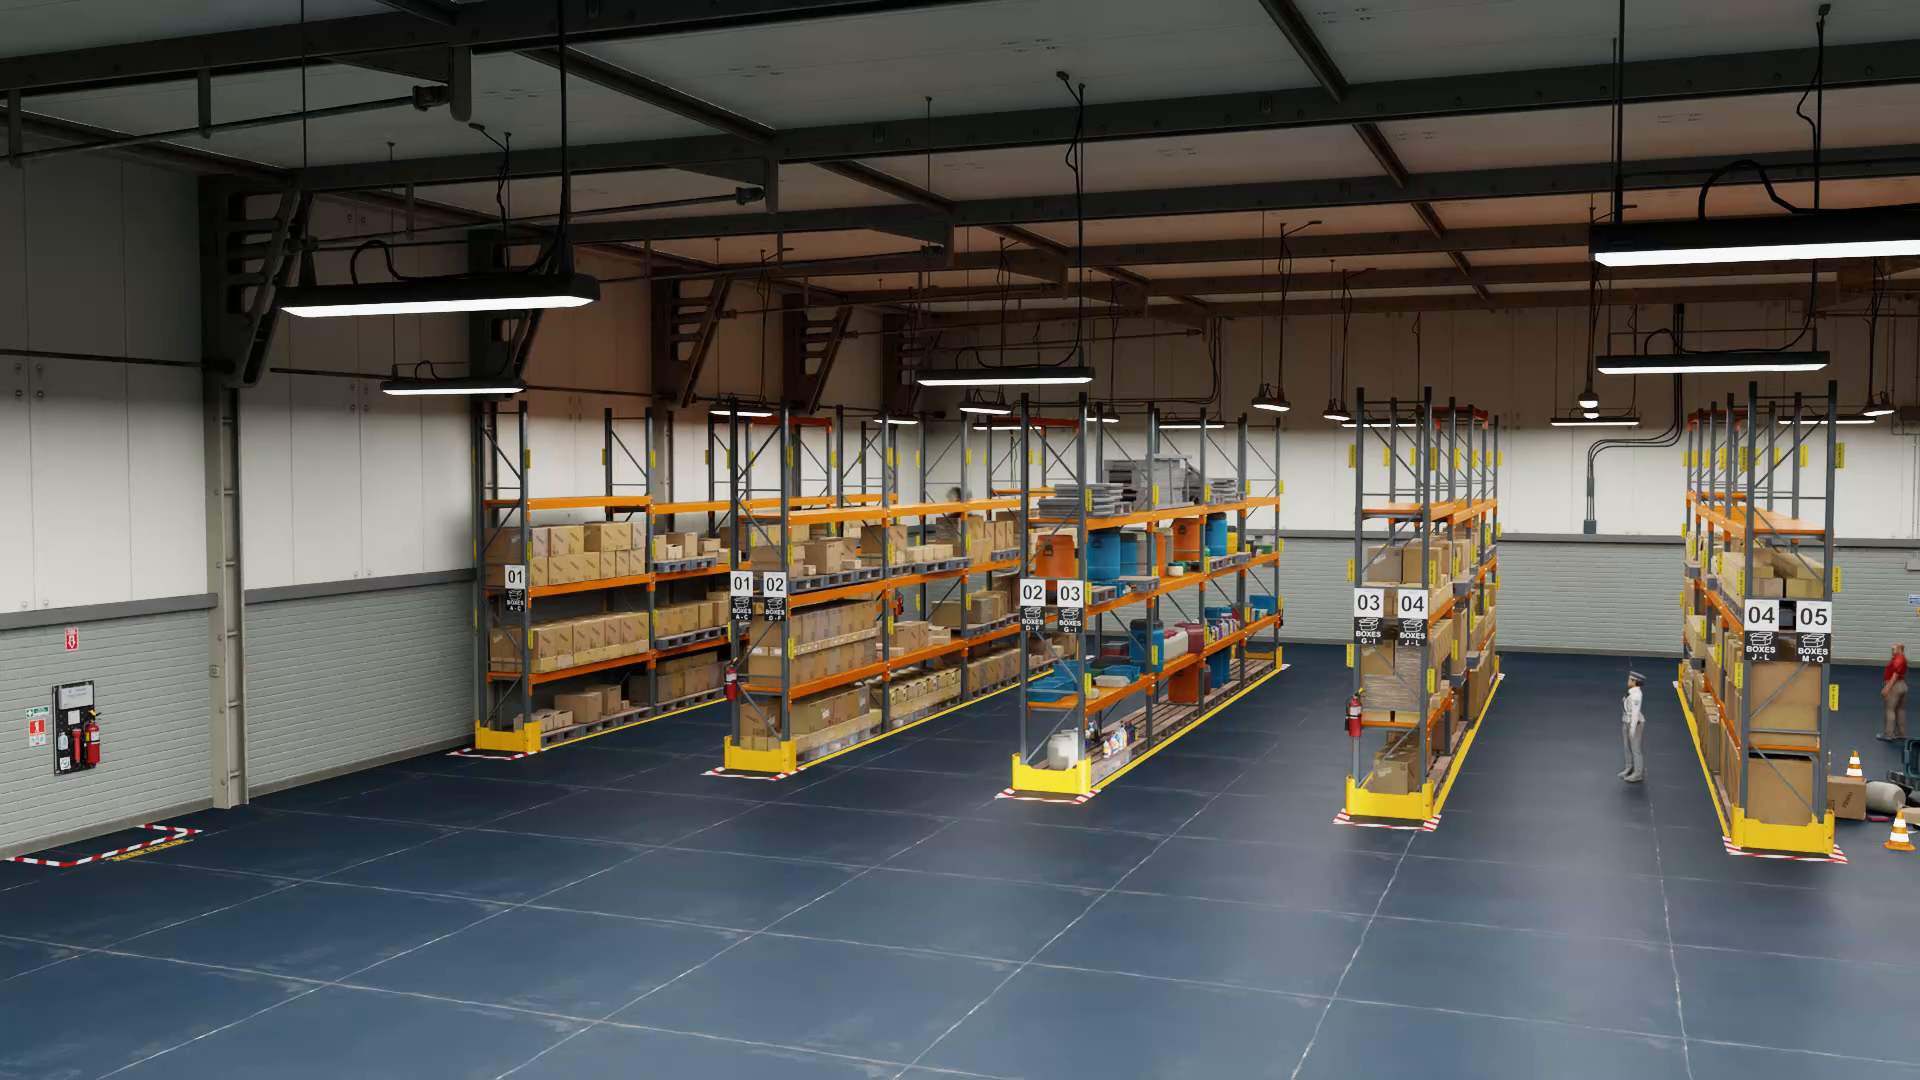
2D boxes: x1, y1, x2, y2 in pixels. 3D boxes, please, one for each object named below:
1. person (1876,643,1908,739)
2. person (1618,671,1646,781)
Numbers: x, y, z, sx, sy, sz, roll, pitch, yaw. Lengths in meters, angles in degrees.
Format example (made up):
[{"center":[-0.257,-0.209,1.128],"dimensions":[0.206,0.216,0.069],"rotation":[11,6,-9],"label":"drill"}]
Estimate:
[{"center":[16.687,2.701,29.743],"dimensions":[0.641,1.732,0.434],"rotation":[-2,3,-34],"label":"person"},{"center":[10.492,2.886,25.955],"dimensions":[0.387,1.698,0.511],"rotation":[0,3,0],"label":"person"}]
